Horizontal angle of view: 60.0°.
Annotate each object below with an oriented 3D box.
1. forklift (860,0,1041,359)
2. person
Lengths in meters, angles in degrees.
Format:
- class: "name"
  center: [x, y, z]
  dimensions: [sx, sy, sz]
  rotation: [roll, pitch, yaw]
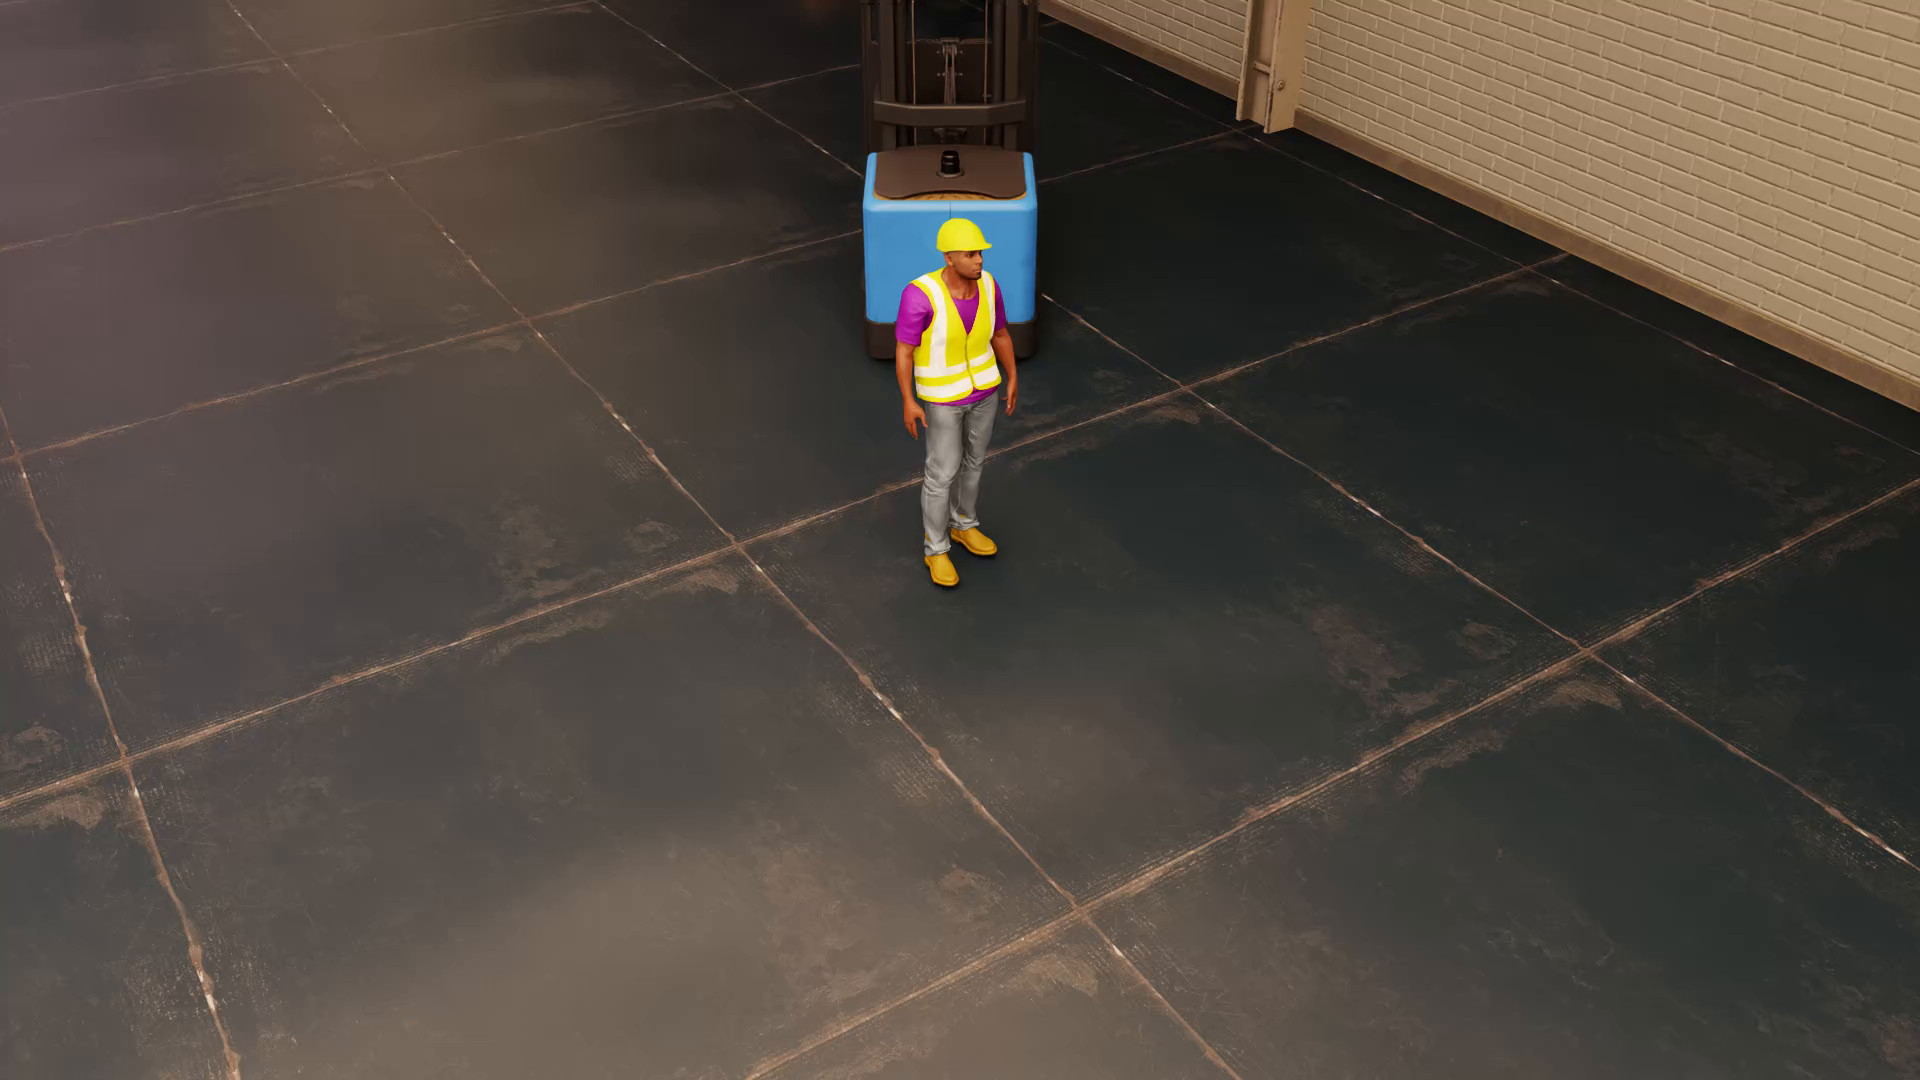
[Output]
- class: "forklift"
  center: [-0.066, -3.118, 10.585]
  dimensions: [1.130, 2.935, 3.031]
  rotation: [0, 35, 0]
- class: "person"
  center: [0.033, -0.693, 8.135]
  dimensions: [0.665, 1.766, 0.576]
  rotation: [-21, 40, -27]
